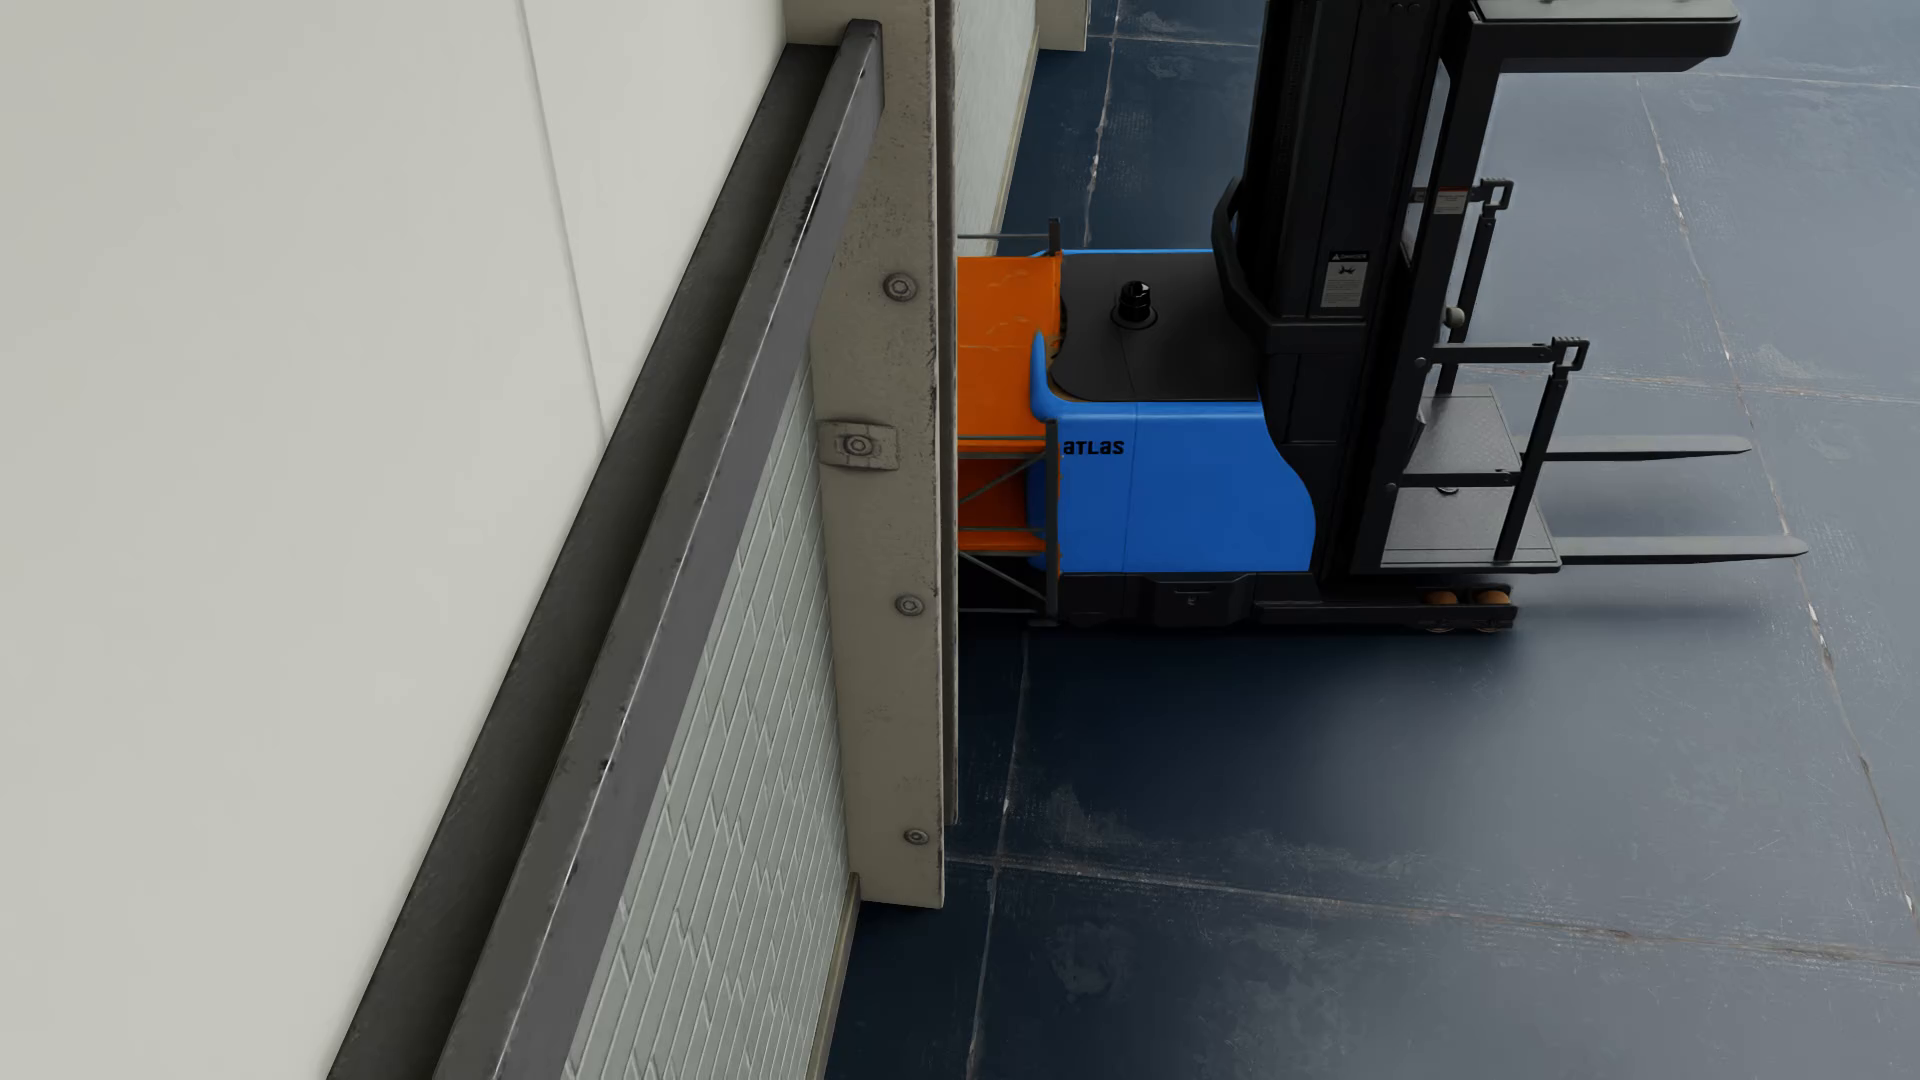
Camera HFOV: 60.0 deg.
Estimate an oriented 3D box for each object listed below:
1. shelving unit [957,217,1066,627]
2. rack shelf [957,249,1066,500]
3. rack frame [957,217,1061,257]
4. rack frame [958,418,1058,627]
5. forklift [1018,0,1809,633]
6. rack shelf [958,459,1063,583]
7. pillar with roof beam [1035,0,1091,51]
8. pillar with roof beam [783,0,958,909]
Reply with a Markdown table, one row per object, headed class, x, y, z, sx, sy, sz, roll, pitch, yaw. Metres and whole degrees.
| class | x | y | z | sx | sy | sz | roll | pitch | yaw |
| --- | --- | --- | --- | --- | --- | --- | --- | --- | --- |
| shelving unit | 0.123 | -0.433 | 6.262 | 0.538 | 1.125 | 1.048 | 0 | 51 | 4 |
| rack shelf | 0.110 | -0.617 | 6.035 | 0.538 | 0.278 | 1.000 | 0 | 51 | 4 |
| rack frame | 0.146 | -0.828 | 6.582 | 0.500 | 1.125 | 0.032 | 0 | 51 | 4 |
| rack frame | 0.100 | -0.038 | 5.943 | 0.500 | 1.125 | 0.032 | 0 | 51 | 4 |
| forklift | 1.742 | -1.077 | 5.756 | 3.031 | 2.935 | 1.130 | 0 | 43 | 0 |
| rack shelf | 0.134 | -0.279 | 6.452 | 0.538 | 0.278 | 1.000 | 0 | 51 | 4 |
| pillar with roof beam | 4.875 | -5.902 | 6.438 | 9.100 | 9.000 | 0.400 | 5 | 44 | 6 |
| pillar with roof beam | 4.082 | -1.812 | 2.119 | 9.100 | 9.000 | 0.400 | 5 | 44 | 6 |
